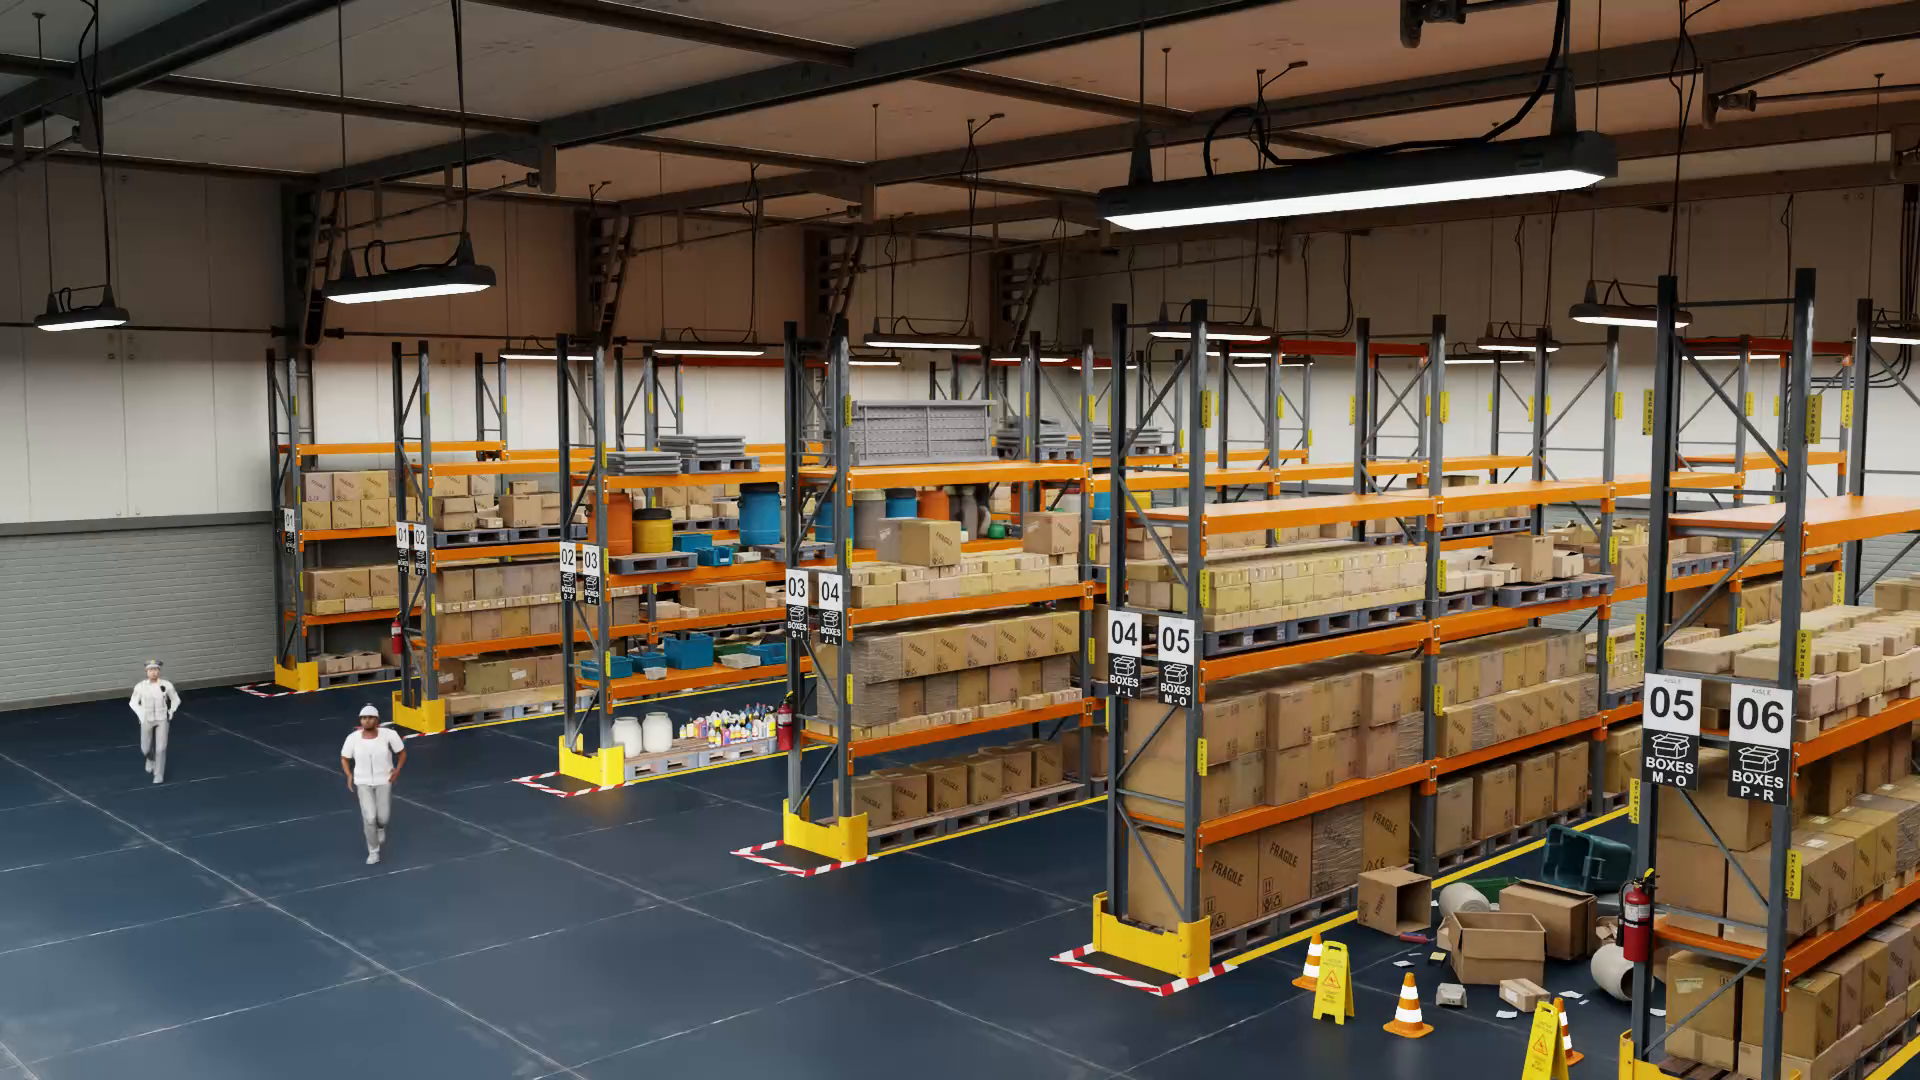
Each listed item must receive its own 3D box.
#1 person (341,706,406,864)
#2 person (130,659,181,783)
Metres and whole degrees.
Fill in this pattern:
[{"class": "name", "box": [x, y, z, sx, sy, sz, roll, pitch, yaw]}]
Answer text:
[{"class": "person", "box": [-6.547, 2.702, 18.579, 0.694, 1.736, 0.632, -1, 5, -16]}, {"class": "person", "box": [-10.789, 2.410, 22.315, 0.616, 1.647, 0.580, -2, 5, -24]}]
